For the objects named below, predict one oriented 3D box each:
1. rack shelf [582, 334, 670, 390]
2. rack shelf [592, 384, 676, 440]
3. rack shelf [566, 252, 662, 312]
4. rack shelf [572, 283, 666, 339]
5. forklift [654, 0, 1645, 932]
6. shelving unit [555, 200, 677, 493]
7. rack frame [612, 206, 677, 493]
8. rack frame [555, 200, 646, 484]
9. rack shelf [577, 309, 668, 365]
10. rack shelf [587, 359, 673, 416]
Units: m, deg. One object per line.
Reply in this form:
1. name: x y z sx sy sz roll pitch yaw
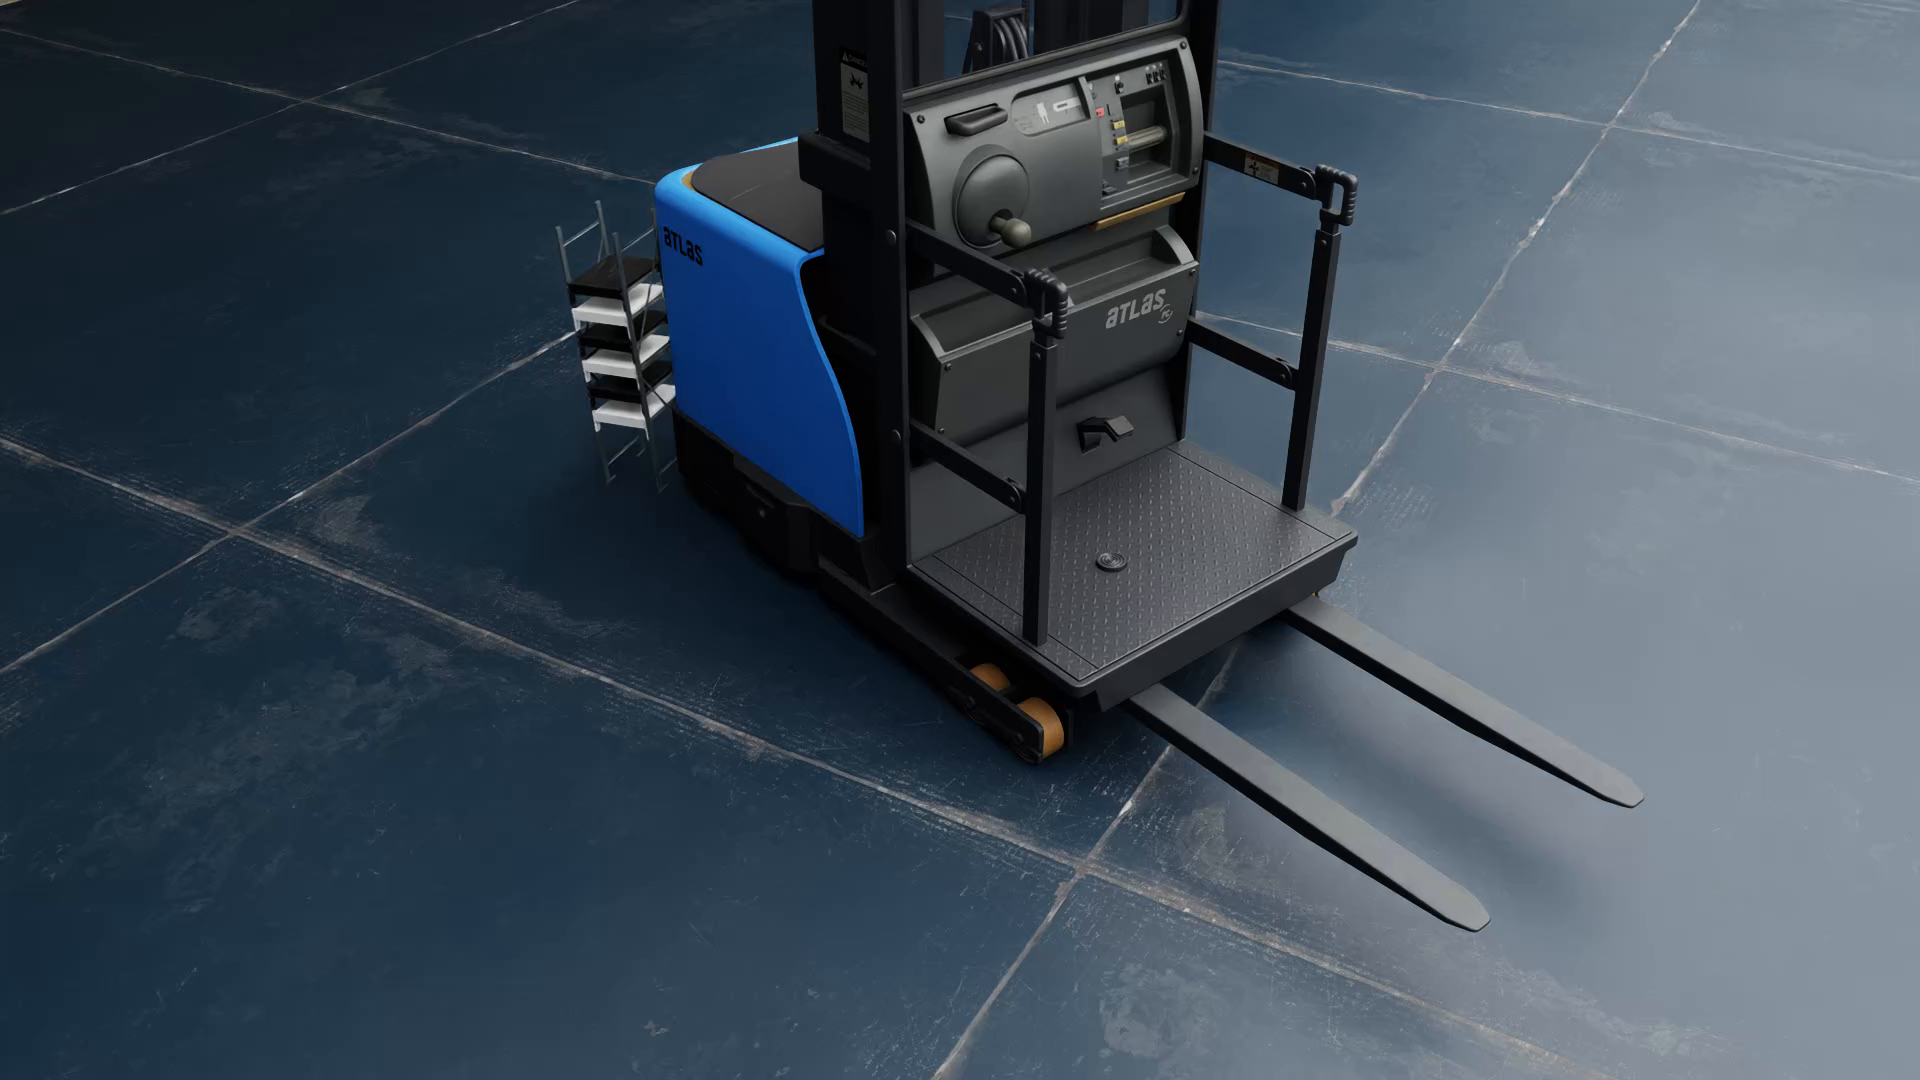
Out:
1. rack shelf: -1.060 -0.584 5.364 0.200 0.077 0.258 10 35 21
2. rack shelf: -1.049 -0.432 5.460 0.200 0.077 0.258 10 35 21
3. rack shelf: -1.076 -0.812 5.220 0.200 0.077 0.258 10 35 21
4. rack shelf: -1.071 -0.736 5.268 0.200 0.077 0.258 10 35 21
5. forklift: 0.399 -0.954 4.038 1.130 2.935 3.031 -25 41 -32
6. shelving unit: -1.062 -0.612 5.346 0.210 0.900 0.258 10 35 21
7. rack frame: -0.968 -0.596 5.310 0.006 0.900 0.240 10 35 21
8. rack frame: -1.156 -0.628 5.382 0.006 0.900 0.240 10 35 21
9. rack shelf: -1.065 -0.660 5.316 0.200 0.077 0.258 10 35 21
10. rack shelf: -1.055 -0.508 5.412 0.200 0.077 0.258 10 35 21
